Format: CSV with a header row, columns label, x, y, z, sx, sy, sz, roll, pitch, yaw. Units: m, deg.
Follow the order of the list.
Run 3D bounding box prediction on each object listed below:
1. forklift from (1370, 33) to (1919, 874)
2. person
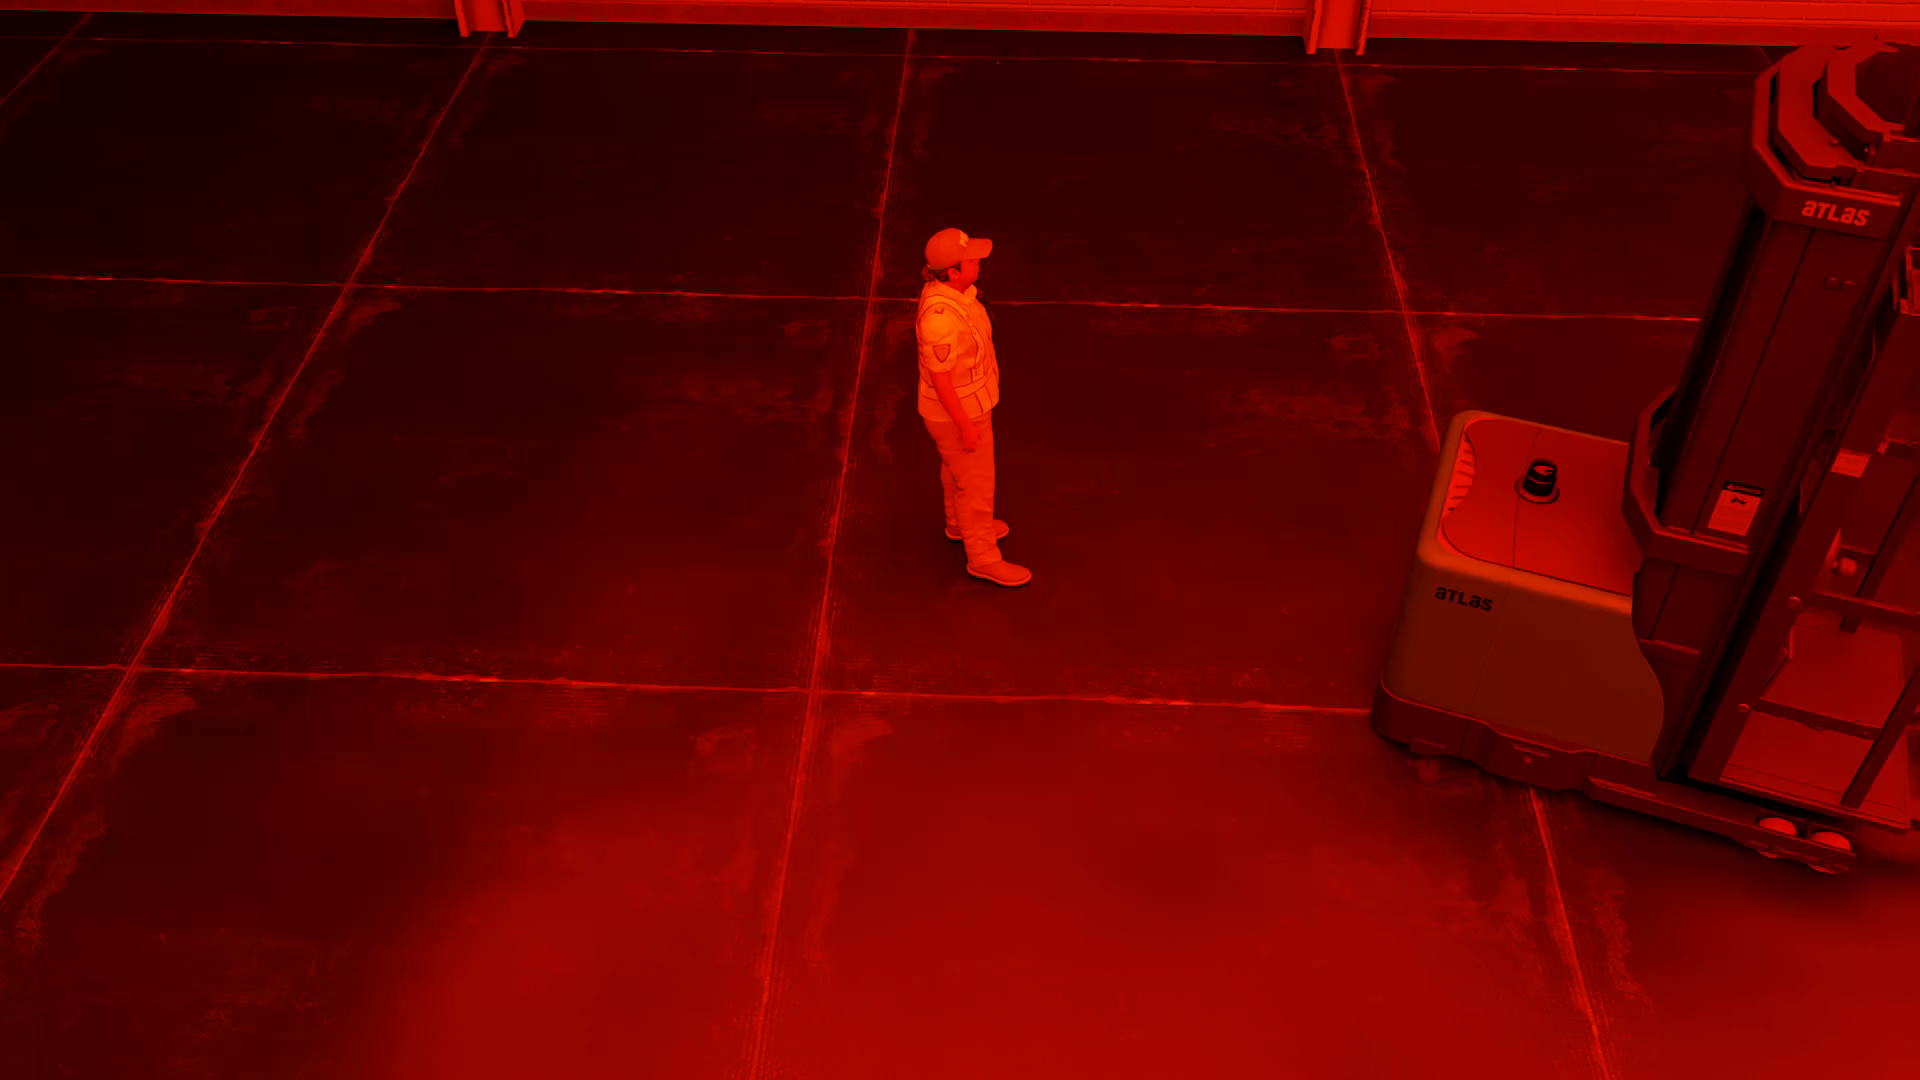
label,x,y,z,sx,sy,sz,roll,pitch,yaw
forklift,3.295,-0.192,5.953,3.031,2.935,1.130,14,44,15
person,0.075,-0.604,7.330,0.529,1.670,0.599,2,42,2
